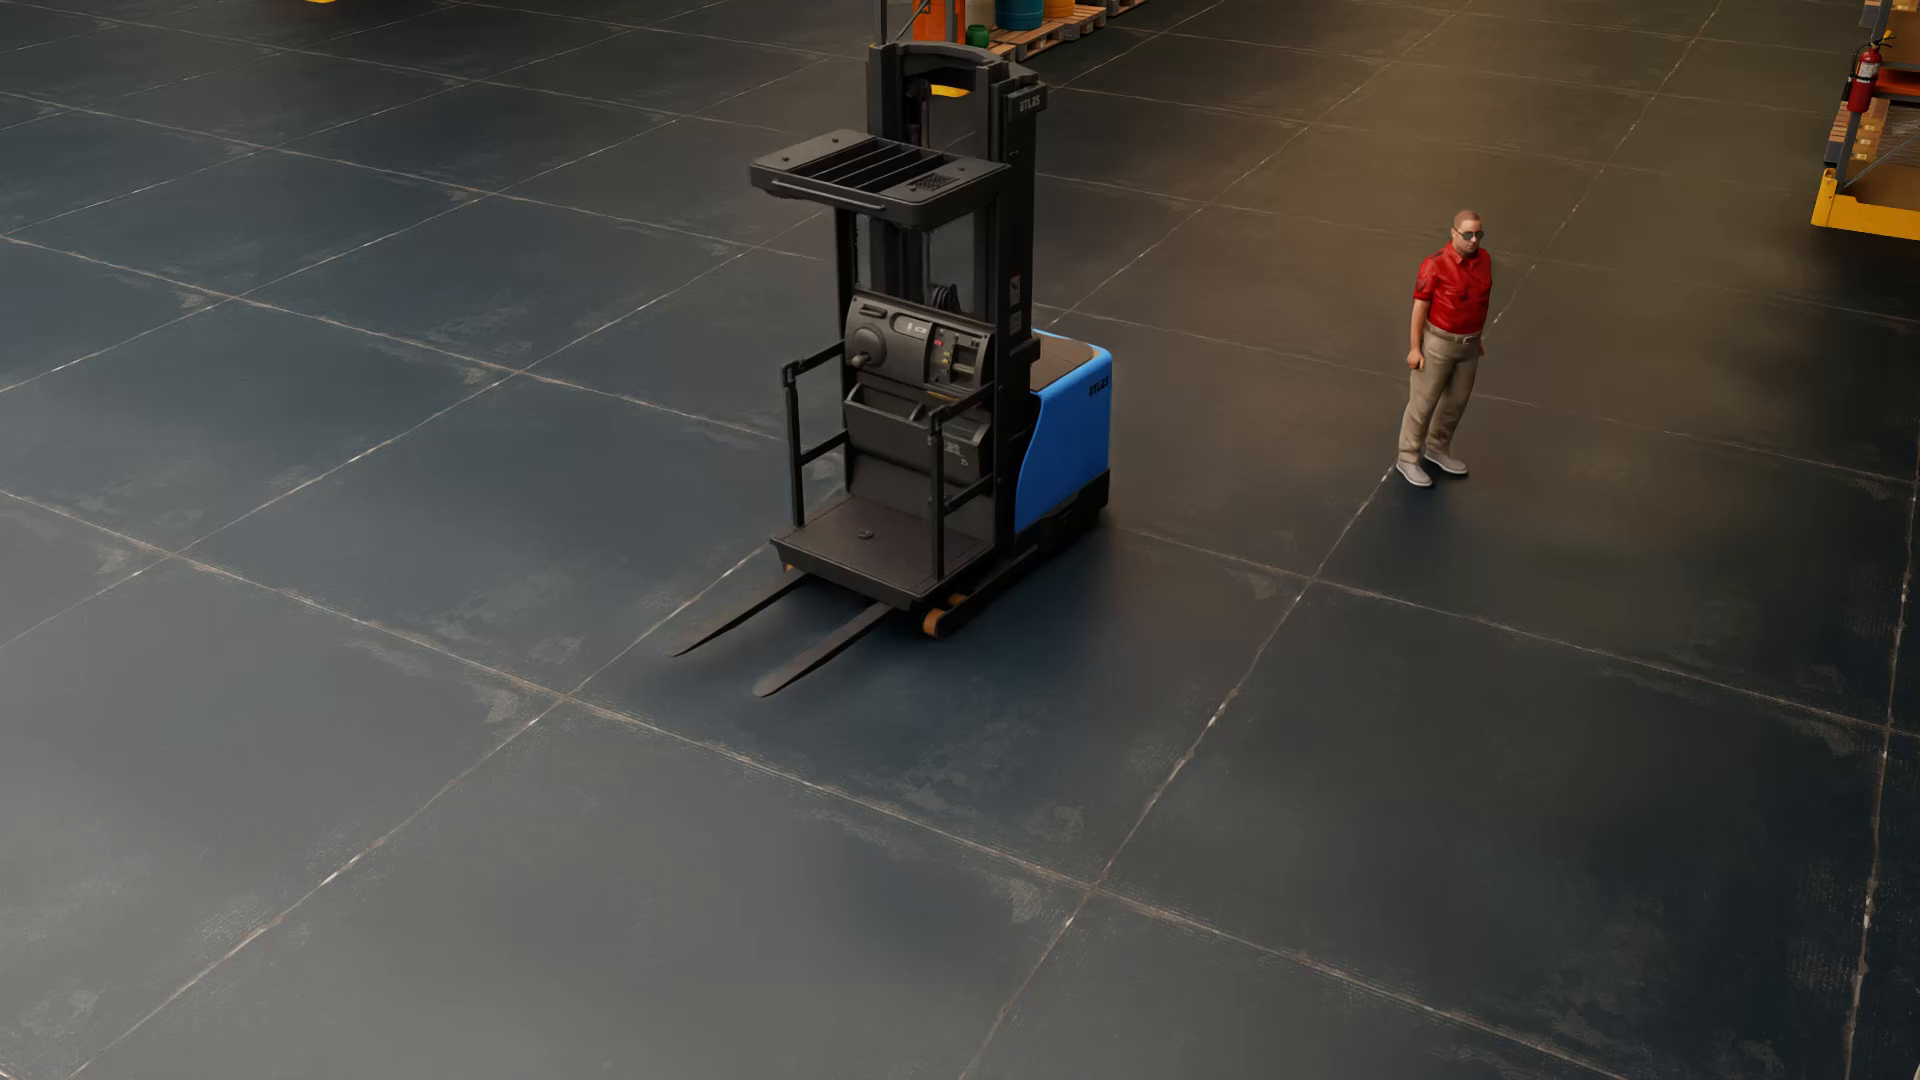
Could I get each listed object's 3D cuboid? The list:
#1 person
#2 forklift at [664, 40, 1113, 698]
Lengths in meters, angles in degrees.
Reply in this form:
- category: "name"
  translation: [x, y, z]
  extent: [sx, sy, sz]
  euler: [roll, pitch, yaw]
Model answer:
- category: "person"
  translation: [3.055, -1.199, 10.353]
  extent: [0.567, 1.731, 0.381]
  euler: [-14, 33, -23]
- category: "forklift"
  translation: [-0.360, -1.007, 8.816]
  extent: [1.130, 2.935, 3.031]
  euler: [20, 36, 31]
